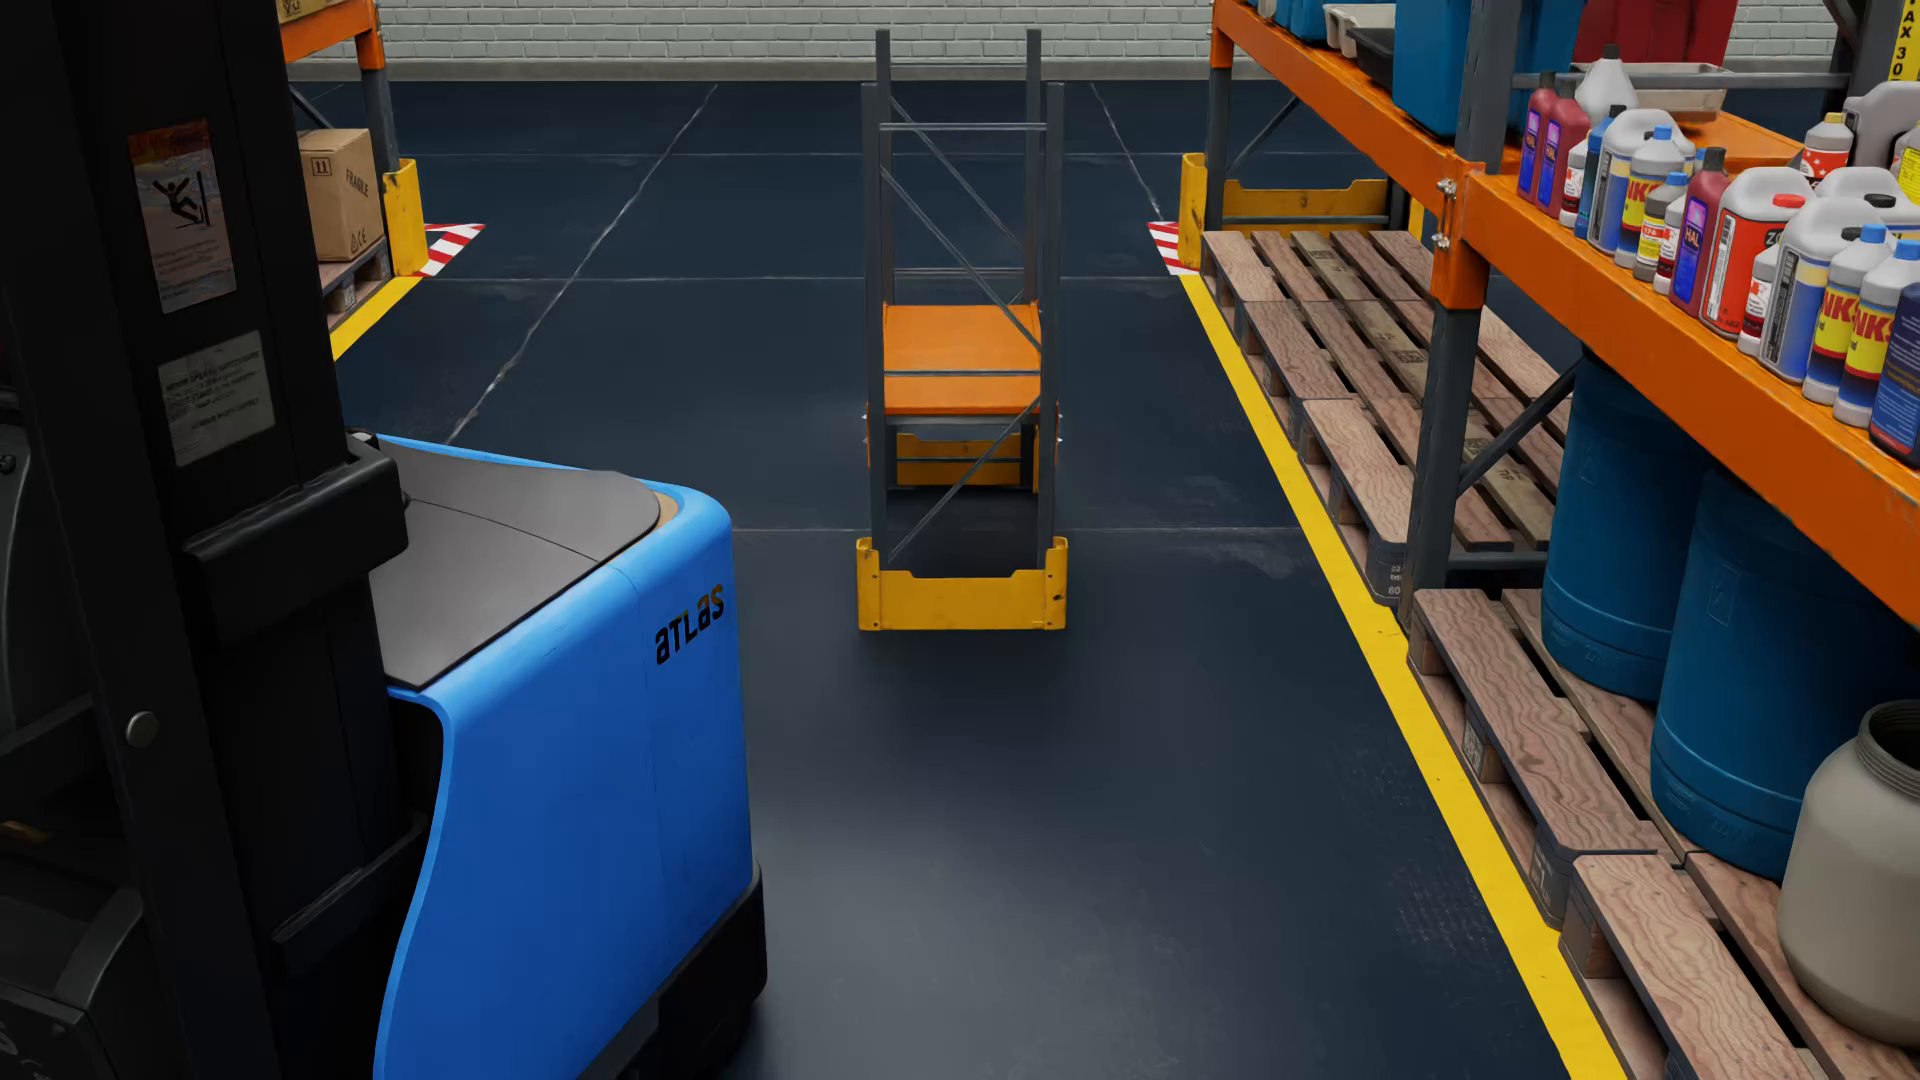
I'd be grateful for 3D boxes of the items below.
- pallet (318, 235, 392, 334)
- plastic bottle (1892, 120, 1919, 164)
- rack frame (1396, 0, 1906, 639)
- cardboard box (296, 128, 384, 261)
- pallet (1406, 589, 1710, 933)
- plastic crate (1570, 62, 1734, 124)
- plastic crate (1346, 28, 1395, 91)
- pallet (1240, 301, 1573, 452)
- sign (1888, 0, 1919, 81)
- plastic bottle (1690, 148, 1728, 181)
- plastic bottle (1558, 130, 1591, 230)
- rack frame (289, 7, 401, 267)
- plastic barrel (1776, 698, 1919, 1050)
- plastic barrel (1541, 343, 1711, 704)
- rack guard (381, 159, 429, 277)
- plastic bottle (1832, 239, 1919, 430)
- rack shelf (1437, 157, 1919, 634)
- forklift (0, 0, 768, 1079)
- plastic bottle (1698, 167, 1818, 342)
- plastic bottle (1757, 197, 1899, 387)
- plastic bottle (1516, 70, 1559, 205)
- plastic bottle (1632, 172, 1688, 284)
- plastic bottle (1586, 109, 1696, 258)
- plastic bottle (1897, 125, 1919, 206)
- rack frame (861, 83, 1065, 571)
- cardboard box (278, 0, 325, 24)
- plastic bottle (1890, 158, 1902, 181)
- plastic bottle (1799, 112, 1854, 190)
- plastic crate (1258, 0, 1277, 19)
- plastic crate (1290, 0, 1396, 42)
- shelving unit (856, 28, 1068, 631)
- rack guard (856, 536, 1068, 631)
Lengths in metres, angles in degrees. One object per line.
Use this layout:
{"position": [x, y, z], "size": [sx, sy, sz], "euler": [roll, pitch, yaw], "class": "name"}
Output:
{"position": [-3.238, -1.116, 7.463], "size": [1.003, 0.211, 1.213], "euler": [0, 24, -1], "class": "pallet"}
{"position": [2.105, -0.820, 3.665], "size": [0.097, 0.201, 0.097], "euler": [0, 24, 0], "class": "plastic bottle"}
{"position": [1.749, -1.119, 4.085], "size": [1.000, 3.000, 0.127], "euler": [0, 24, -1], "class": "rack frame"}
{"position": [-2.996, -1.586, 7.615], "size": [0.500, 0.500, 0.500], "euler": [0, 24, -1], "class": "cardboard box"}
{"position": [1.715, 0.469, 3.956], "size": [1.003, 0.211, 1.213], "euler": [0, 24, -1], "class": "pallet"}
{"position": [1.886, -1.219, 4.553], "size": [0.396, 0.136, 0.243], "euler": [0, 24, -1], "class": "plastic crate"}
{"position": [1.468, -1.481, 5.147], "size": [0.437, 0.125, 0.590], "euler": [0, 24, -1], "class": "plastic crate"}
{"position": [1.686, -0.656, 6.444], "size": [1.003, 0.211, 1.213], "euler": [0, 24, -1], "class": "pallet"}
{"position": [2.299, -1.247, 4.032], "size": [0.100, 0.325, 0.005], "euler": [0, 24, -1], "class": "sign"}
{"position": [1.501, -0.694, 3.385], "size": [0.097, 0.201, 0.097], "euler": [0, 24, 0], "class": "plastic bottle"}
{"position": [1.347, -0.773, 3.561], "size": [0.097, 0.201, 0.097], "euler": [0, 24, 0], "class": "plastic bottle"}
{"position": [-3.248, -2.747, 7.684], "size": [1.000, 3.000, 0.127], "euler": [0, 24, -1], "class": "rack frame"}
{"position": [1.662, 0.572, 2.855], "size": [0.421, 0.512, 0.421], "euler": [0, 24, 0], "class": "plastic barrel"}
{"position": [1.737, -0.130, 3.935], "size": [0.600, 0.901, 0.708], "euler": [0, 24, -1], "class": "plastic barrel"}
{"position": [-3.247, -1.577, 8.130], "size": [1.175, 0.500, 0.348], "euler": [0, 24, -1], "class": "rack guard"}
{"position": [1.360, -0.303, 2.437], "size": [0.097, 0.271, 0.097], "euler": [0, 24, 0], "class": "plastic bottle"}
{"position": [1.770, 0.032, 2.411], "size": [1.077, 0.370, 4.000], "euler": [0, 24, -1], "class": "rack shelf"}
{"position": [-1.410, 0.043, 1.598], "size": [1.130, 2.935, 3.031], "euler": [10, 26, 21], "class": "forklift"}
{"position": [1.383, -0.489, 2.842], "size": [0.152, 0.276, 0.135], "euler": [0, 24, -1], "class": "plastic bottle"}
{"position": [1.385, -0.393, 2.630], "size": [0.152, 0.276, 0.135], "euler": [0, 24, -1], "class": "plastic bottle"}
{"position": [1.326, -0.913, 3.771], "size": [0.061, 0.283, 0.133], "euler": [0, 24, -1], "class": "plastic bottle"}
{"position": [1.352, -0.598, 3.173], "size": [0.097, 0.201, 0.097], "euler": [0, 24, 0], "class": "plastic bottle"}
{"position": [1.377, -0.720, 3.352], "size": [0.152, 0.276, 0.135], "euler": [0, 24, -1], "class": "plastic bottle"}
{"position": [1.942, -0.719, 3.260], "size": [0.144, 0.351, 0.185], "euler": [0, 24, -1], "class": "plastic bottle"}
{"position": [0.006, -0.439, 4.400], "size": [0.500, 1.500, 0.032], "euler": [0, 24, -1], "class": "rack frame"}
{"position": [-2.962, -2.395, 6.785], "size": [0.500, 0.500, 0.500], "euler": [0, 24, 0], "class": "cardboard box"}
{"position": [1.956, -0.709, 3.419], "size": [0.097, 0.201, 0.097], "euler": [0, 24, 0], "class": "plastic bottle"}
{"position": [1.952, -0.860, 3.752], "size": [0.097, 0.201, 0.097], "euler": [0, 24, 0], "class": "plastic bottle"}
{"position": [1.307, -2.160, 6.632], "size": [0.250, 0.136, 0.298], "euler": [0, 24, -1], "class": "plastic crate"}
{"position": [1.396, -1.949, 6.050], "size": [0.416, 0.233, 0.300], "euler": [0, 24, -1], "class": "plastic crate"}
{"position": [0.001, -0.652, 4.871], "size": [0.587, 1.500, 1.083], "euler": [0, 24, -1], "class": "shelving unit"}
{"position": [0.006, 0.123, 4.675], "size": [0.587, 0.250, 0.087], "euler": [0, 24, -1], "class": "rack guard"}
